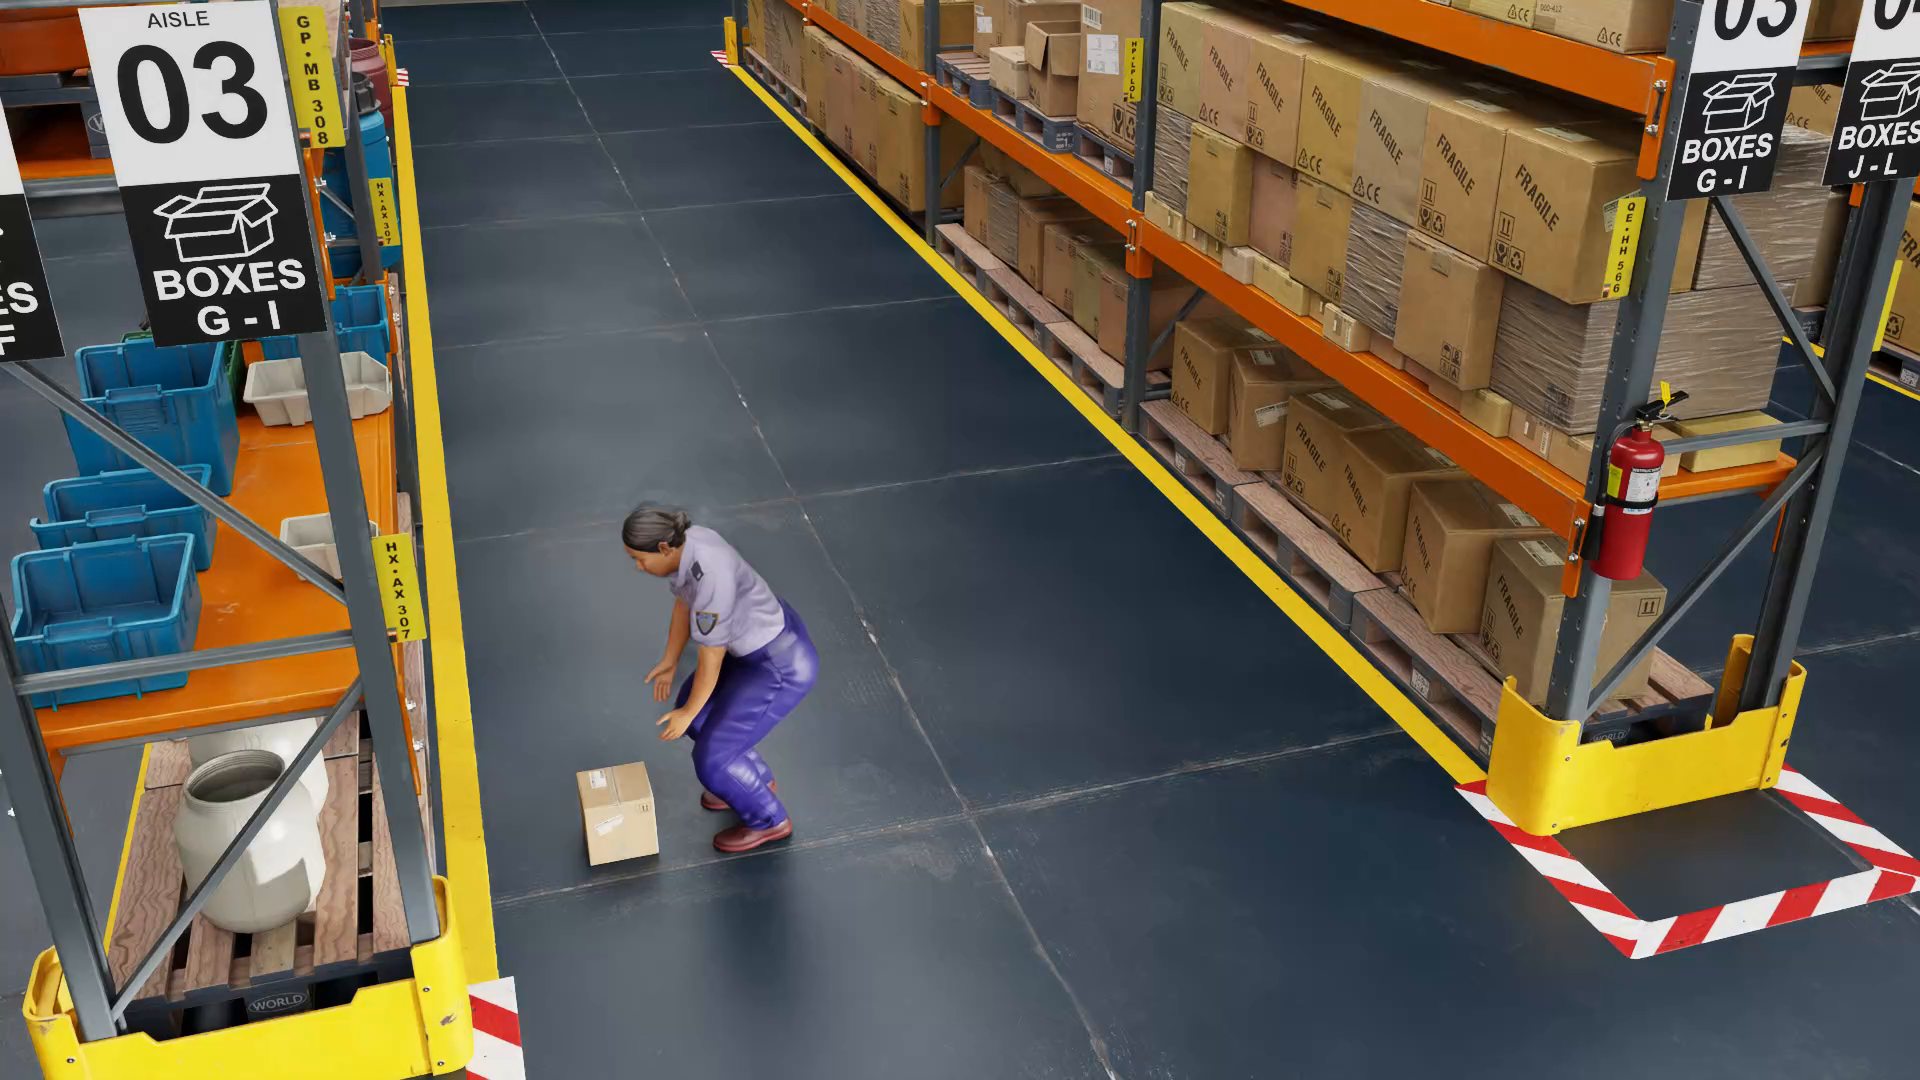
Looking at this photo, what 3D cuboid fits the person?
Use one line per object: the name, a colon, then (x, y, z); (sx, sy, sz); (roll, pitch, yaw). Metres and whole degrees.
person: (-0.837, 0.480, 6.008); (0.655, 1.356, 0.534); (-8, 28, -16)
